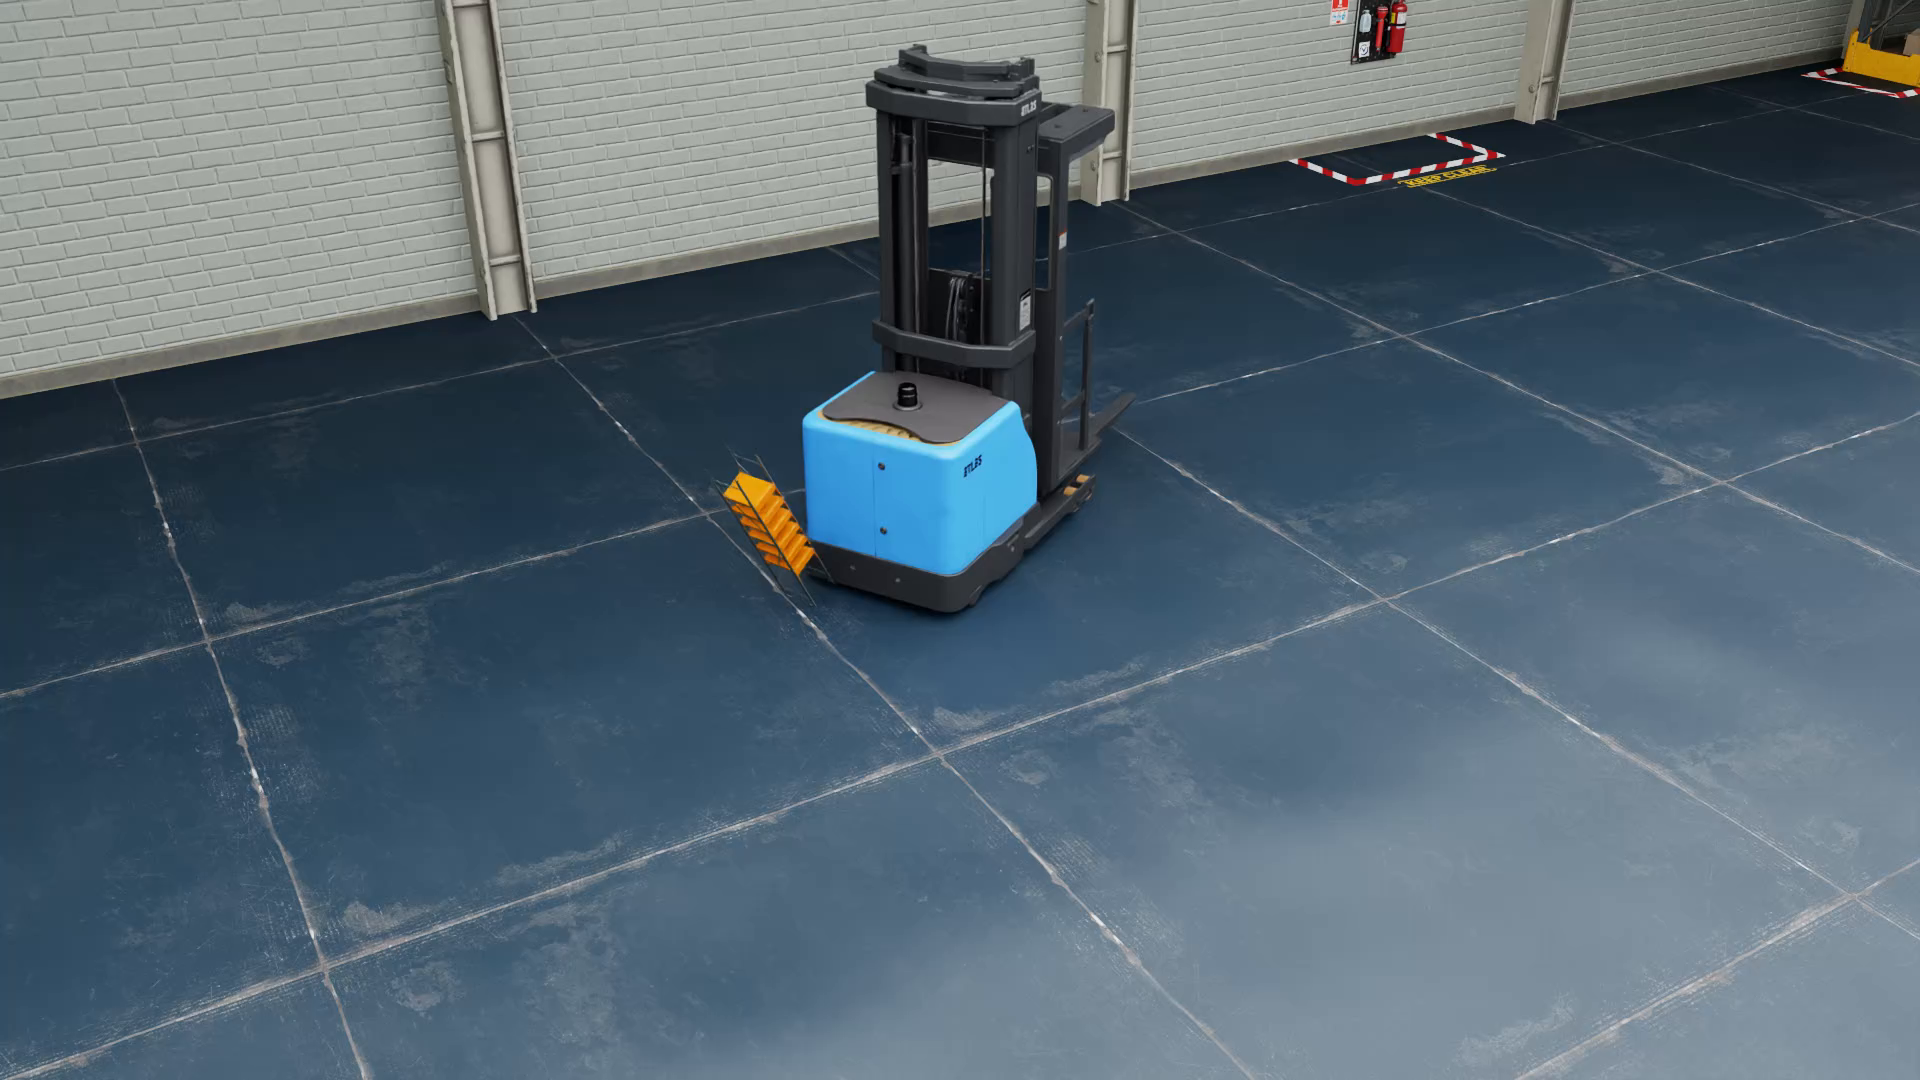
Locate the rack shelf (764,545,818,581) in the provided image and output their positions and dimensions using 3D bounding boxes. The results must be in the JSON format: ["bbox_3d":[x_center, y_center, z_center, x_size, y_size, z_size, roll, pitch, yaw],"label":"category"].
[{"bbox_3d":[-0.969,0.102,9.493,0.258,0.103,0.180,19,63,31],"label":"rack shelf"}]

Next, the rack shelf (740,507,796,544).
[{"bbox_3d":[-1.070,-0.107,9.218,0.258,0.103,0.180,19,63,31],"label":"rack shelf"}]

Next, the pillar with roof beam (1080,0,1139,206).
[{"bbox_3d":[3.607,-5.523,11.043,0.400,9.000,9.100,-16,33,-26],"label":"pillar with roof beam"}]

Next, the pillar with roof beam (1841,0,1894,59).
[{"bbox_3d":[13.953,-8.461,16.366,0.400,9.000,9.100,-16,33,-26],"label":"pillar with roof beam"}]

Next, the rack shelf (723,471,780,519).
[{"bbox_3d":[-1.137,-0.246,9.035,0.258,0.103,0.180,19,63,31],"label":"rack shelf"}]

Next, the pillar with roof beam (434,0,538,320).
[{"bbox_3d":[-1.566,-4.055,8.382,0.400,9.000,9.100,-16,33,-26],"label":"pillar with roof beam"}]

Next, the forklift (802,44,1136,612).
[{"bbox_3d":[0.232,-1.553,10.129,1.130,2.935,3.031,15,32,25],"label":"forklift"}]

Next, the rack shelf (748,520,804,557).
[{"bbox_3d":[-1.036,-0.037,9.310,0.258,0.103,0.180,19,63,31],"label":"rack shelf"}]

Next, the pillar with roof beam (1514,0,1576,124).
[{"bbox_3d":[8.780,-6.992,13.704,0.400,9.000,9.100,-16,33,-26],"label":"pillar with roof beam"}]

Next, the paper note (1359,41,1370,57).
[{"bbox_3d":[4.262,-5.169,17.523,0.142,0.148,0.016,-16,33,-26],"label":"paper note"}]

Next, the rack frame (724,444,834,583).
[{"bbox_3d":[-1.002,-0.133,9.312,0.240,1.200,0.006,19,63,31],"label":"rack frame"}]

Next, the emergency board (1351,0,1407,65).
[{"bbox_3d":[4.450,-5.570,17.336,0.643,1.169,0.194,-16,33,-26],"label":"emergency board"}]

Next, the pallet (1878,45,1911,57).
[{"bbox_3d":[12.391,-6.078,21.143,1.213,0.211,1.003,-16,33,-26],"label":"pallet"}]

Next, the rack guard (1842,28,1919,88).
[{"bbox_3d":[11.673,-6.020,20.739,0.348,0.500,1.175,-16,33,-26],"label":"rack guard"}]

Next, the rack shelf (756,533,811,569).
[{"bbox_3d":[-1.002,0.033,9.402,0.258,0.103,0.180,19,63,31],"label":"rack shelf"}]

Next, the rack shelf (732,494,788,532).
[{"bbox_3d":[-1.104,-0.177,9.127,0.258,0.103,0.180,19,63,31],"label":"rack shelf"}]

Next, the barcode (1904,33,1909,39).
[{"bbox_3d":[12.062,-6.418,21.192,0.075,0.075,0.001,-16,33,-26],"label":"barcode"}]

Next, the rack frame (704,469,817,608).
[{"bbox_3d":[-1.096,0.007,9.240,0.240,1.200,0.006,19,63,31],"label":"rack frame"}]

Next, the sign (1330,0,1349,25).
[{"bbox_3d":[3.921,-5.493,17.160,0.234,0.329,0.001,-16,33,-26],"label":"sign"}]

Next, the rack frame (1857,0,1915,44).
[{"bbox_3d":[11.607,-7.096,20.101,0.127,3.000,1.000,-16,33,-26],"label":"rack frame"}]

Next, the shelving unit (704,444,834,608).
[{"bbox_3d":[-1.049,-0.063,9.276,0.258,1.200,0.189,19,63,31],"label":"shelving unit"}]

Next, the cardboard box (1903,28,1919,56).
[{"bbox_3d":[12.249,-6.243,20.884,0.500,0.311,0.500,-20,35,-32],"label":"cardboard box"}]
